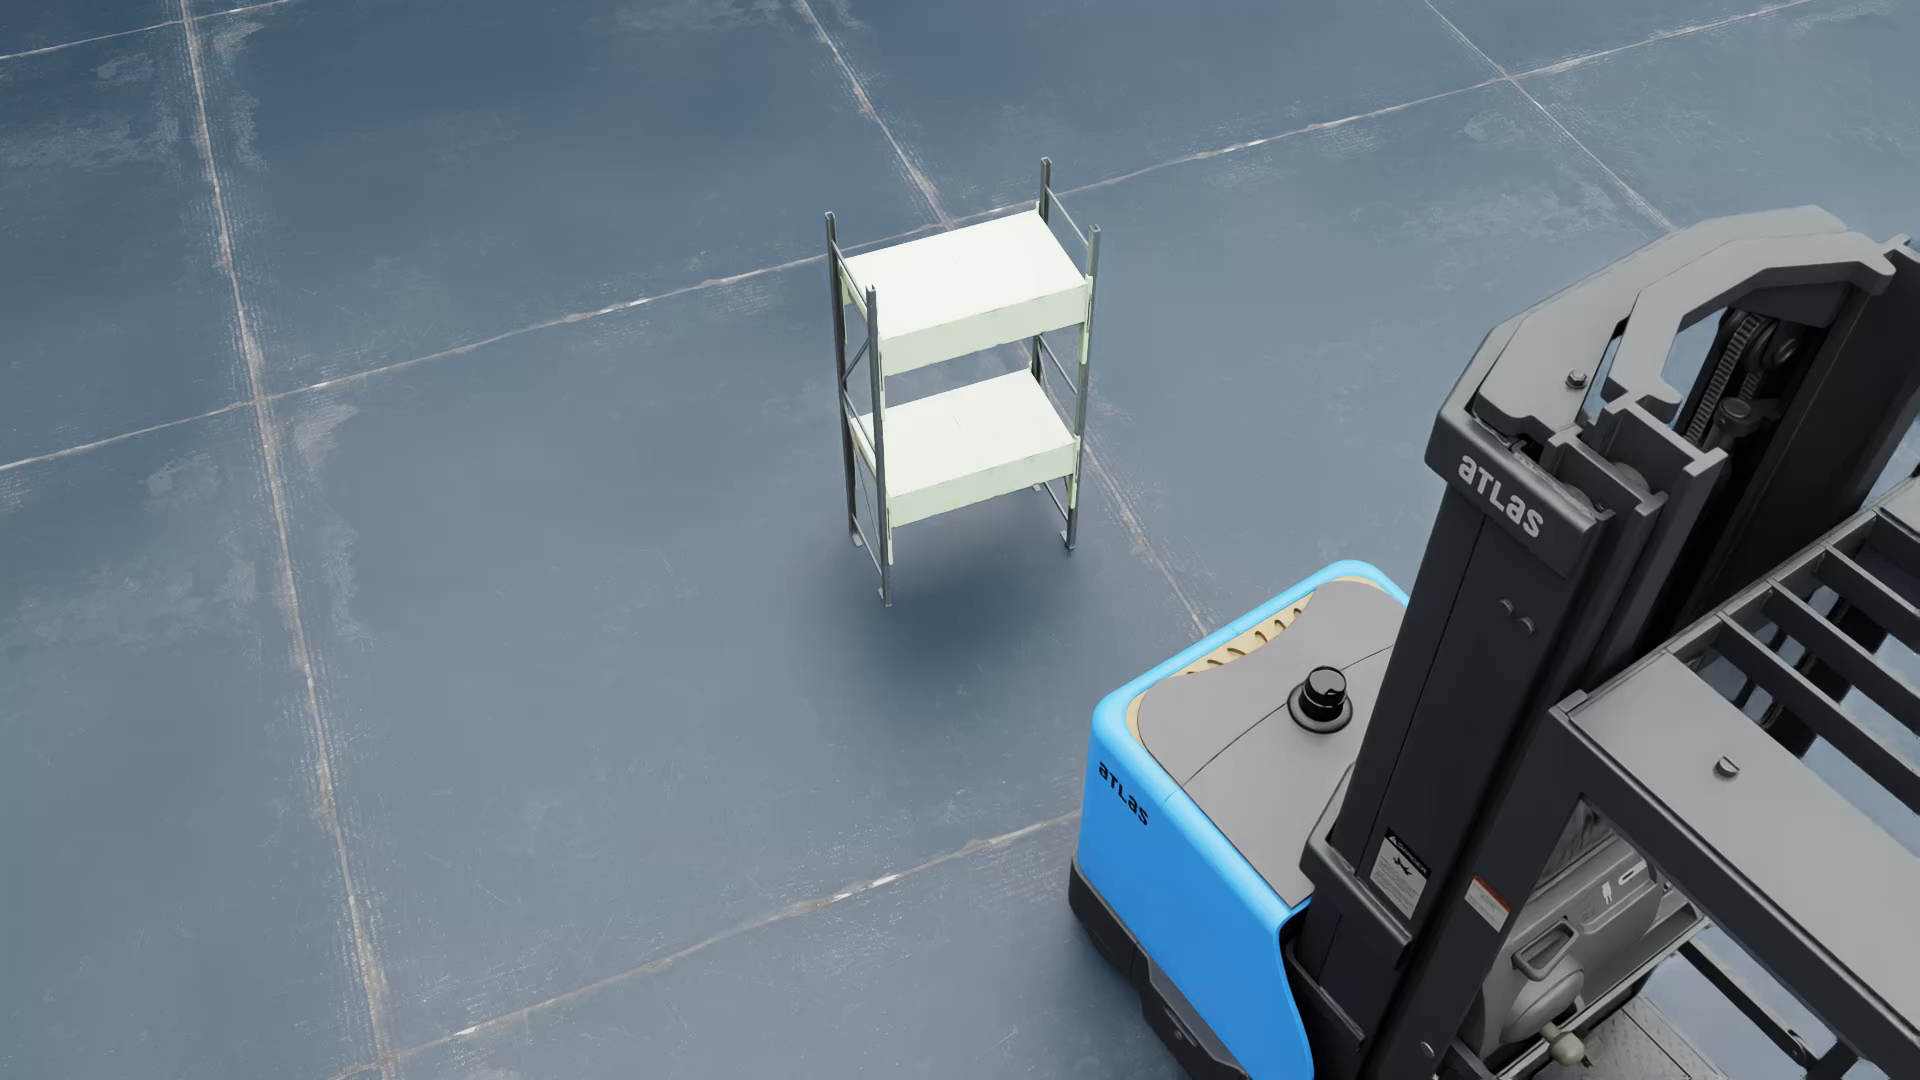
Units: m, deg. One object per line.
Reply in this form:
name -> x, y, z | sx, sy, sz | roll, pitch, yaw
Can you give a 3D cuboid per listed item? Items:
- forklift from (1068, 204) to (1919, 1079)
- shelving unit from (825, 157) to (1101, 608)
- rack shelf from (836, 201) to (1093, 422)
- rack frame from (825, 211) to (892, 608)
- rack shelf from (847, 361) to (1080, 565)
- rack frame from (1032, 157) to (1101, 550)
forklift -> 1.586, 0.907, 3.539 | 1.130, 2.935, 3.031 | -27, 55, -22
shelving unit -> 0.006, -0.491, 5.683 | 0.755, 1.500, 0.431 | -17, 52, -14
rack shelf -> 0.006, -0.745, 5.387 | 0.720, 0.370, 0.431 | -17, 52, -14
rack frame -> -0.333, -0.386, 5.593 | 0.023, 1.500, 0.400 | -17, 52, -14
rack shelf -> 0.006, -0.278, 5.930 | 0.720, 0.370, 0.431 | -17, 52, -14
rack frame -> 0.345, -0.596, 5.773 | 0.023, 1.500, 0.400 | -17, 52, -14
